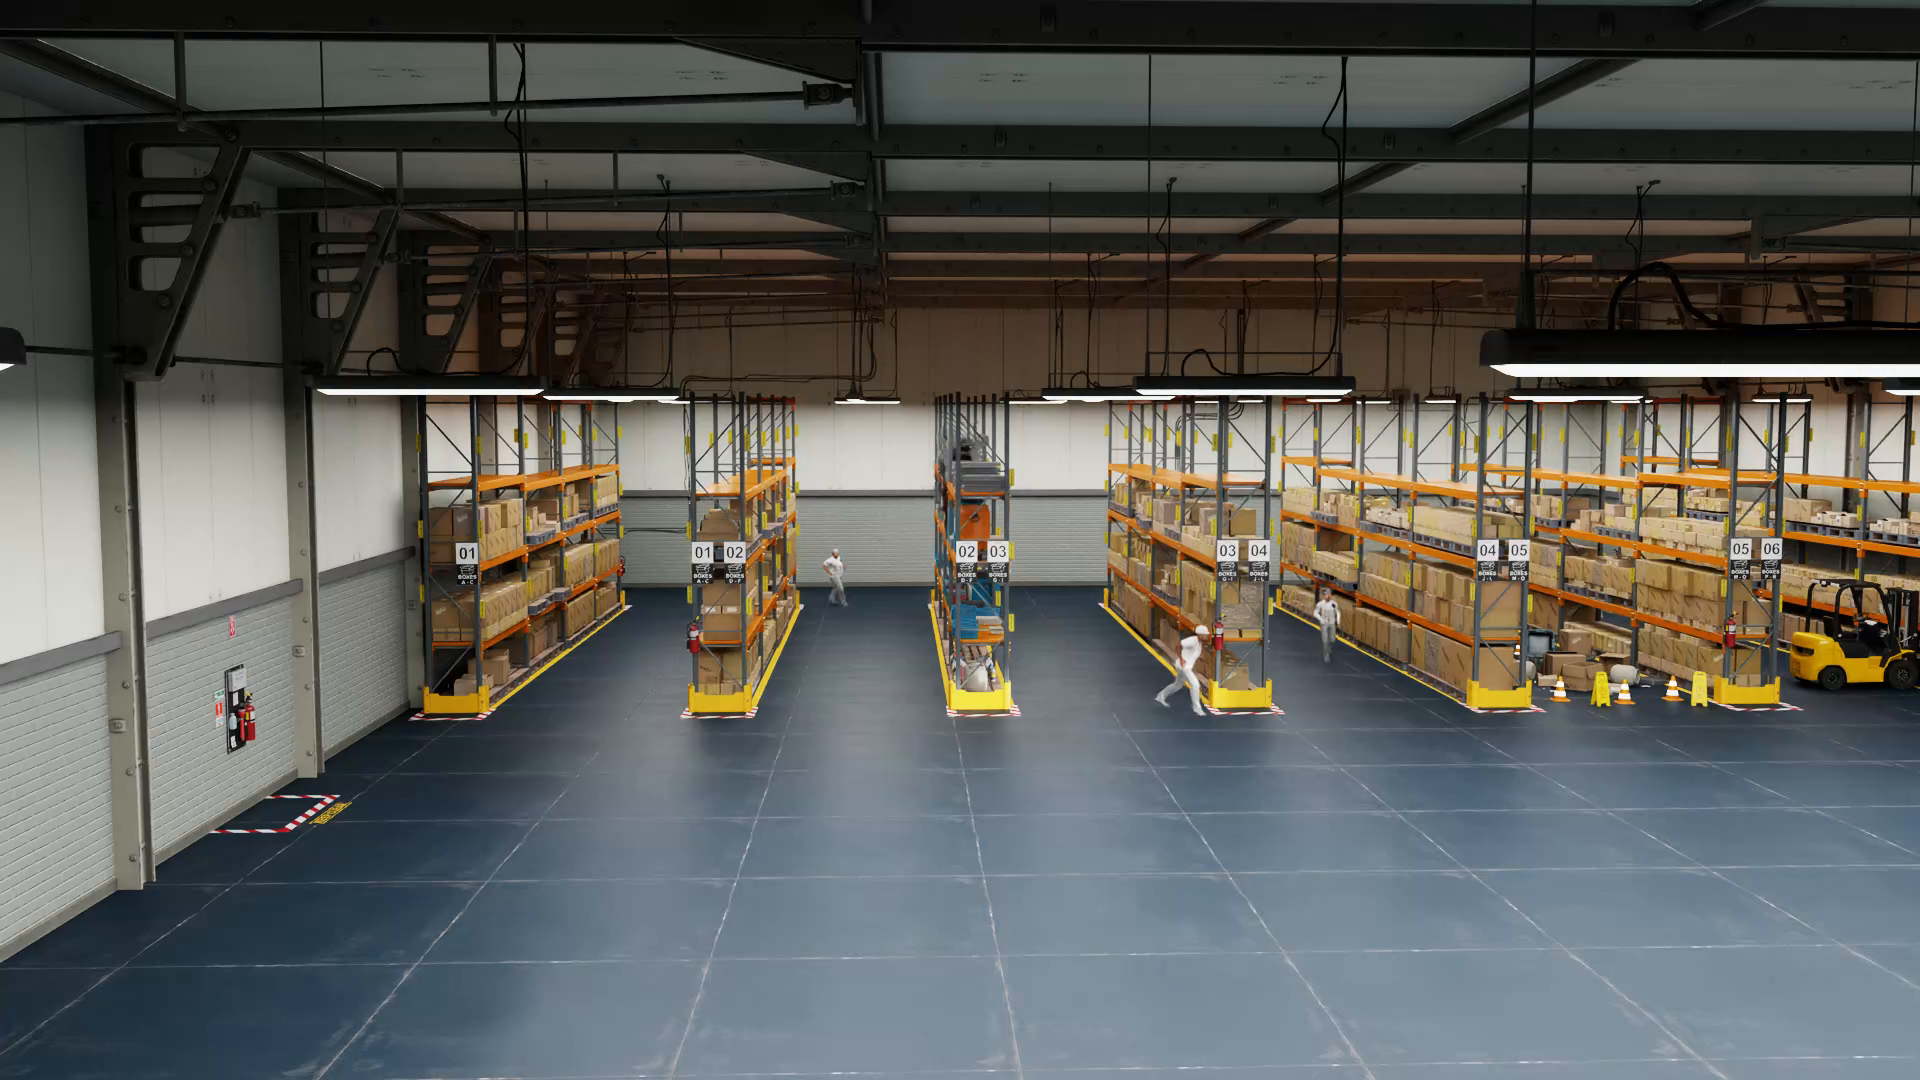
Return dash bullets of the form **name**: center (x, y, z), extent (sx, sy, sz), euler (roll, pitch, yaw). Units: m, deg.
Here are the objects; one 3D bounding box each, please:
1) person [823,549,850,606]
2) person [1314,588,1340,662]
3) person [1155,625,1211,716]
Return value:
- **person**: center (-3.592, 1.081, 47.843), extent (0.787, 1.681, 0.639), euler (3, 5, 30)
- **person**: center (8.285, 1.906, 37.497), extent (0.616, 1.659, 0.554), euler (0, 5, 1)
- **person**: center (4.143, 2.426, 30.991), extent (1.060, 1.715, 0.746), euler (2, 5, 26)
